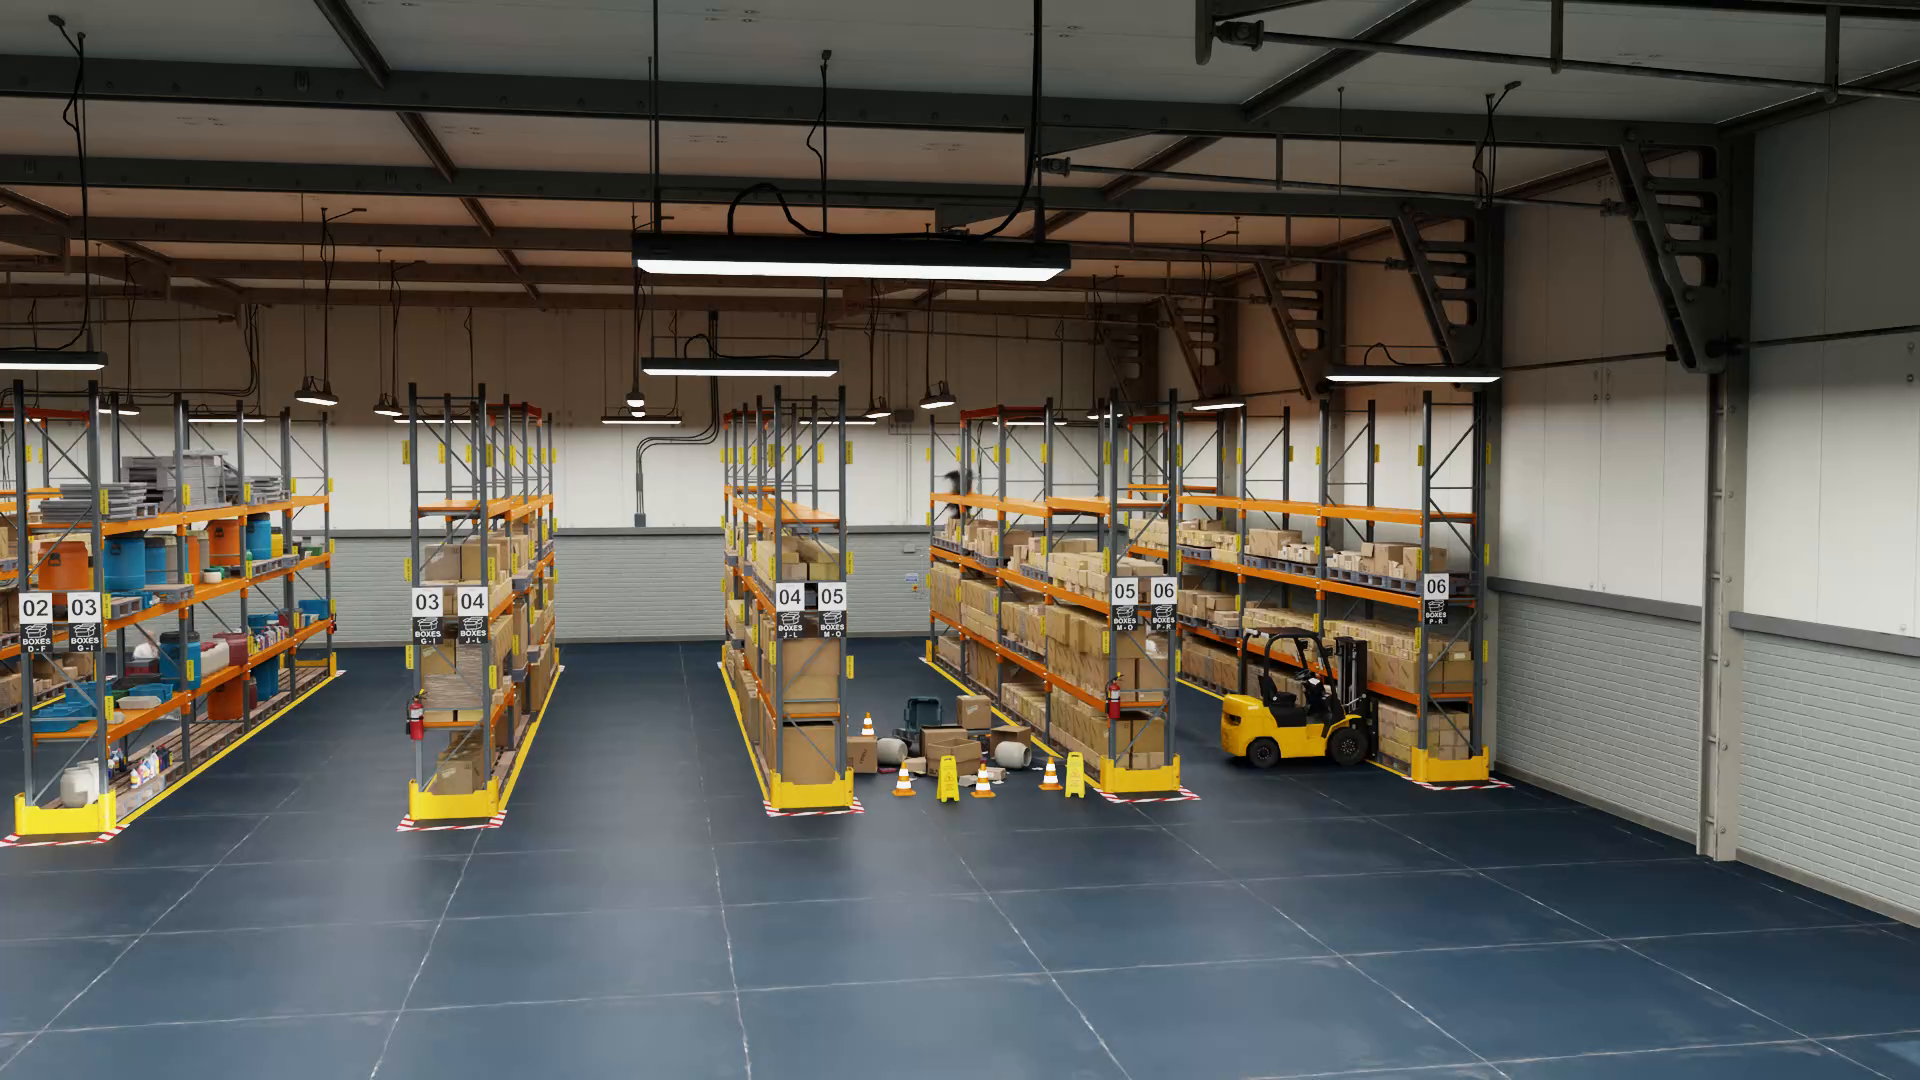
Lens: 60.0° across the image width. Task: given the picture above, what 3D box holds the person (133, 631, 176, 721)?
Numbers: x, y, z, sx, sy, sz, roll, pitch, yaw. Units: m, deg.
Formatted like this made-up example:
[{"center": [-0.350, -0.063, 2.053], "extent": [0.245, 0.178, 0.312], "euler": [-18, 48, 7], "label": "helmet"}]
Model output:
[{"center": [-15.128, 2.564, 31.171], "extent": [0.597, 1.749, 0.731], "euler": [2, 4, 39], "label": "person"}]

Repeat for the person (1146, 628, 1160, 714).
[{"center": [3.481, 2.532, 31.659], "extent": [0.682, 1.763, 0.733], "euler": [-1, 3, -13], "label": "person"}]
